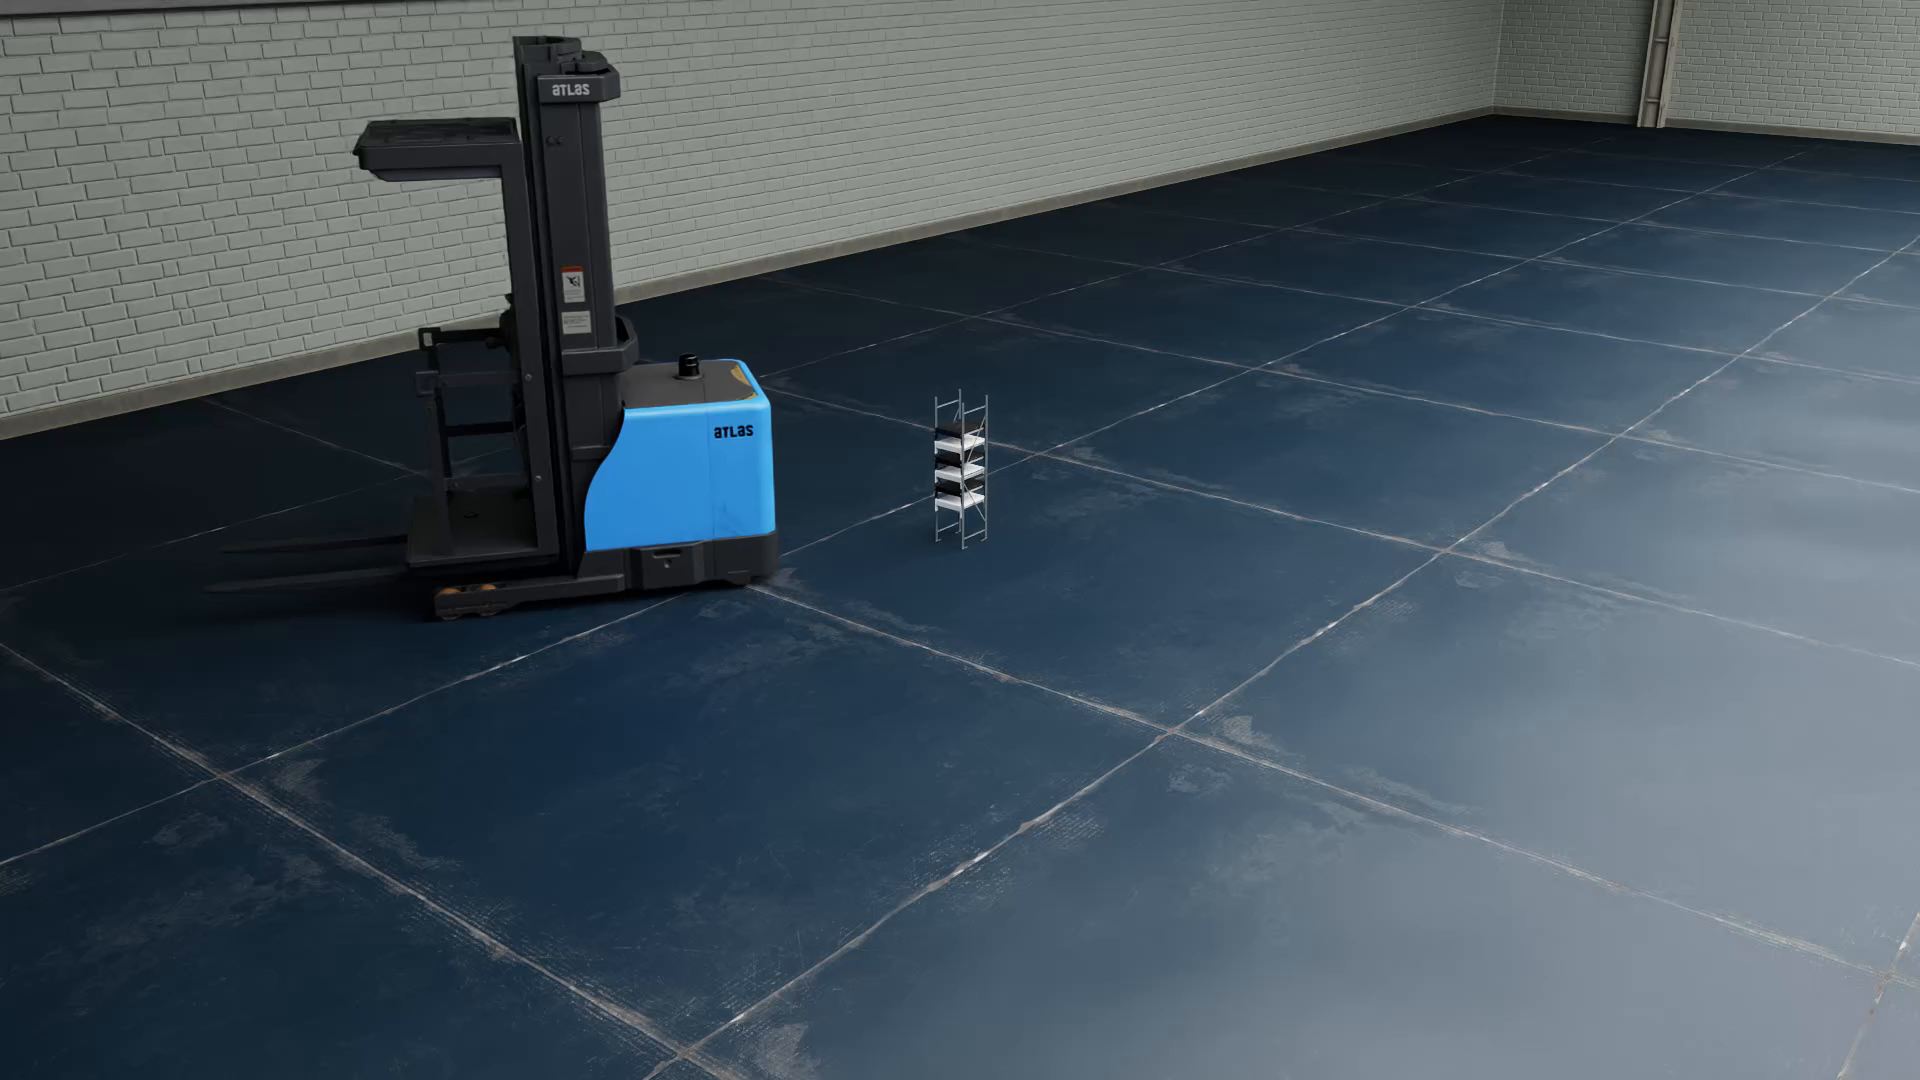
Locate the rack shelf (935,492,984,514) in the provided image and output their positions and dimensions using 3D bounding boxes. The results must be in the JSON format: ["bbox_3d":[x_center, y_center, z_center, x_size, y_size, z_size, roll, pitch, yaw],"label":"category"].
[{"bbox_3d":[0.006,-0.220,9.959,0.200,0.077,0.258,16,26,36],"label":"rack shelf"}]

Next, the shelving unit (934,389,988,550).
[{"bbox_3d":[0.006,-0.419,9.883,0.210,0.900,0.258,16,26,36],"label":"shelving unit"}]

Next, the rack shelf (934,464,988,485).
[{"bbox_3d":[0.006,-0.388,9.895,0.200,0.077,0.258,16,26,36],"label":"rack shelf"}]

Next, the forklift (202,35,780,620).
[{"bbox_3d":[-2.598,-1.150,8.944,3.031,2.935,1.130,-6,21,-15],"label":"forklift"}]

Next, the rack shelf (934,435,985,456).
[{"bbox_3d":[0.006,-0.556,9.832,0.200,0.077,0.258,16,26,36],"label":"rack shelf"}]

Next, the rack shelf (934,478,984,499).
[{"bbox_3d":[0.006,-0.304,9.927,0.200,0.077,0.258,16,26,36],"label":"rack shelf"}]

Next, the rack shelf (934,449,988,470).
[{"bbox_3d":[0.006,-0.472,9.863,0.200,0.077,0.258,16,26,36],"label":"rack shelf"}]

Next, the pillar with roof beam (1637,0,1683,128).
[{"bbox_3d":[9.532,-10.369,24.791,0.400,9.000,9.100,16,26,36],"label":"pillar with roof beam"}]

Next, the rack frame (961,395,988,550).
[{"bbox_3d":[0.085,-0.397,9.823,0.006,0.900,0.240,16,26,36],"label":"rack frame"}]

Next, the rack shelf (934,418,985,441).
[{"bbox_3d":[0.006,-0.641,9.800,0.200,0.077,0.258,16,26,36],"label":"rack shelf"}]

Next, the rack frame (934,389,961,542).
[{"bbox_3d":[-0.072,-0.442,9.944,0.006,0.900,0.240,16,26,36],"label":"rack frame"}]
